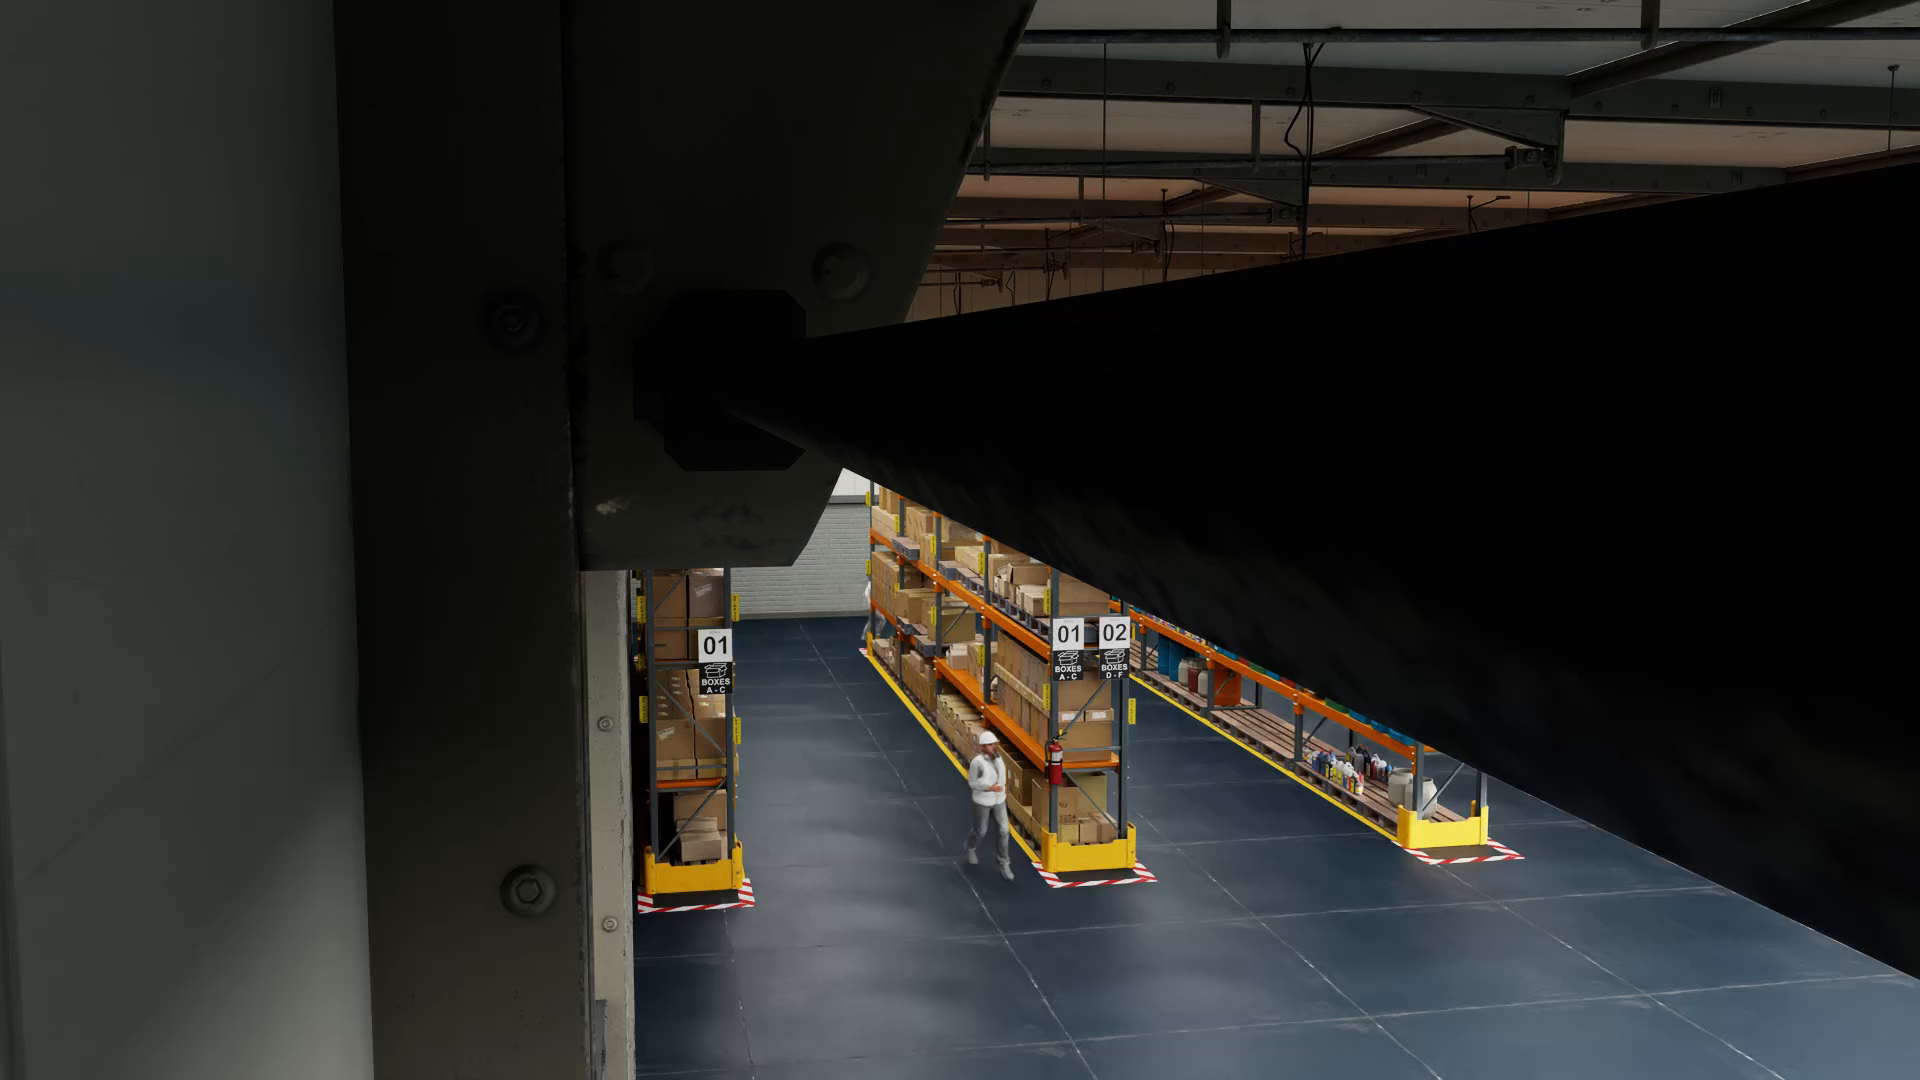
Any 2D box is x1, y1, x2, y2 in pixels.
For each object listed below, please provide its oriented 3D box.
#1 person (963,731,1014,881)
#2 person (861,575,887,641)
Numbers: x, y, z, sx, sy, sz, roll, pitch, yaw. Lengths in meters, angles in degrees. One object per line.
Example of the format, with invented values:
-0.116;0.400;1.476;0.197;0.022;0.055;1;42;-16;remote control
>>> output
0.335;3.276;20.756;0.641;1.812;0.913;-4;7;-33;person
-1.955;1.546;38.019;0.646;1.741;0.635;0;6;-3;person
